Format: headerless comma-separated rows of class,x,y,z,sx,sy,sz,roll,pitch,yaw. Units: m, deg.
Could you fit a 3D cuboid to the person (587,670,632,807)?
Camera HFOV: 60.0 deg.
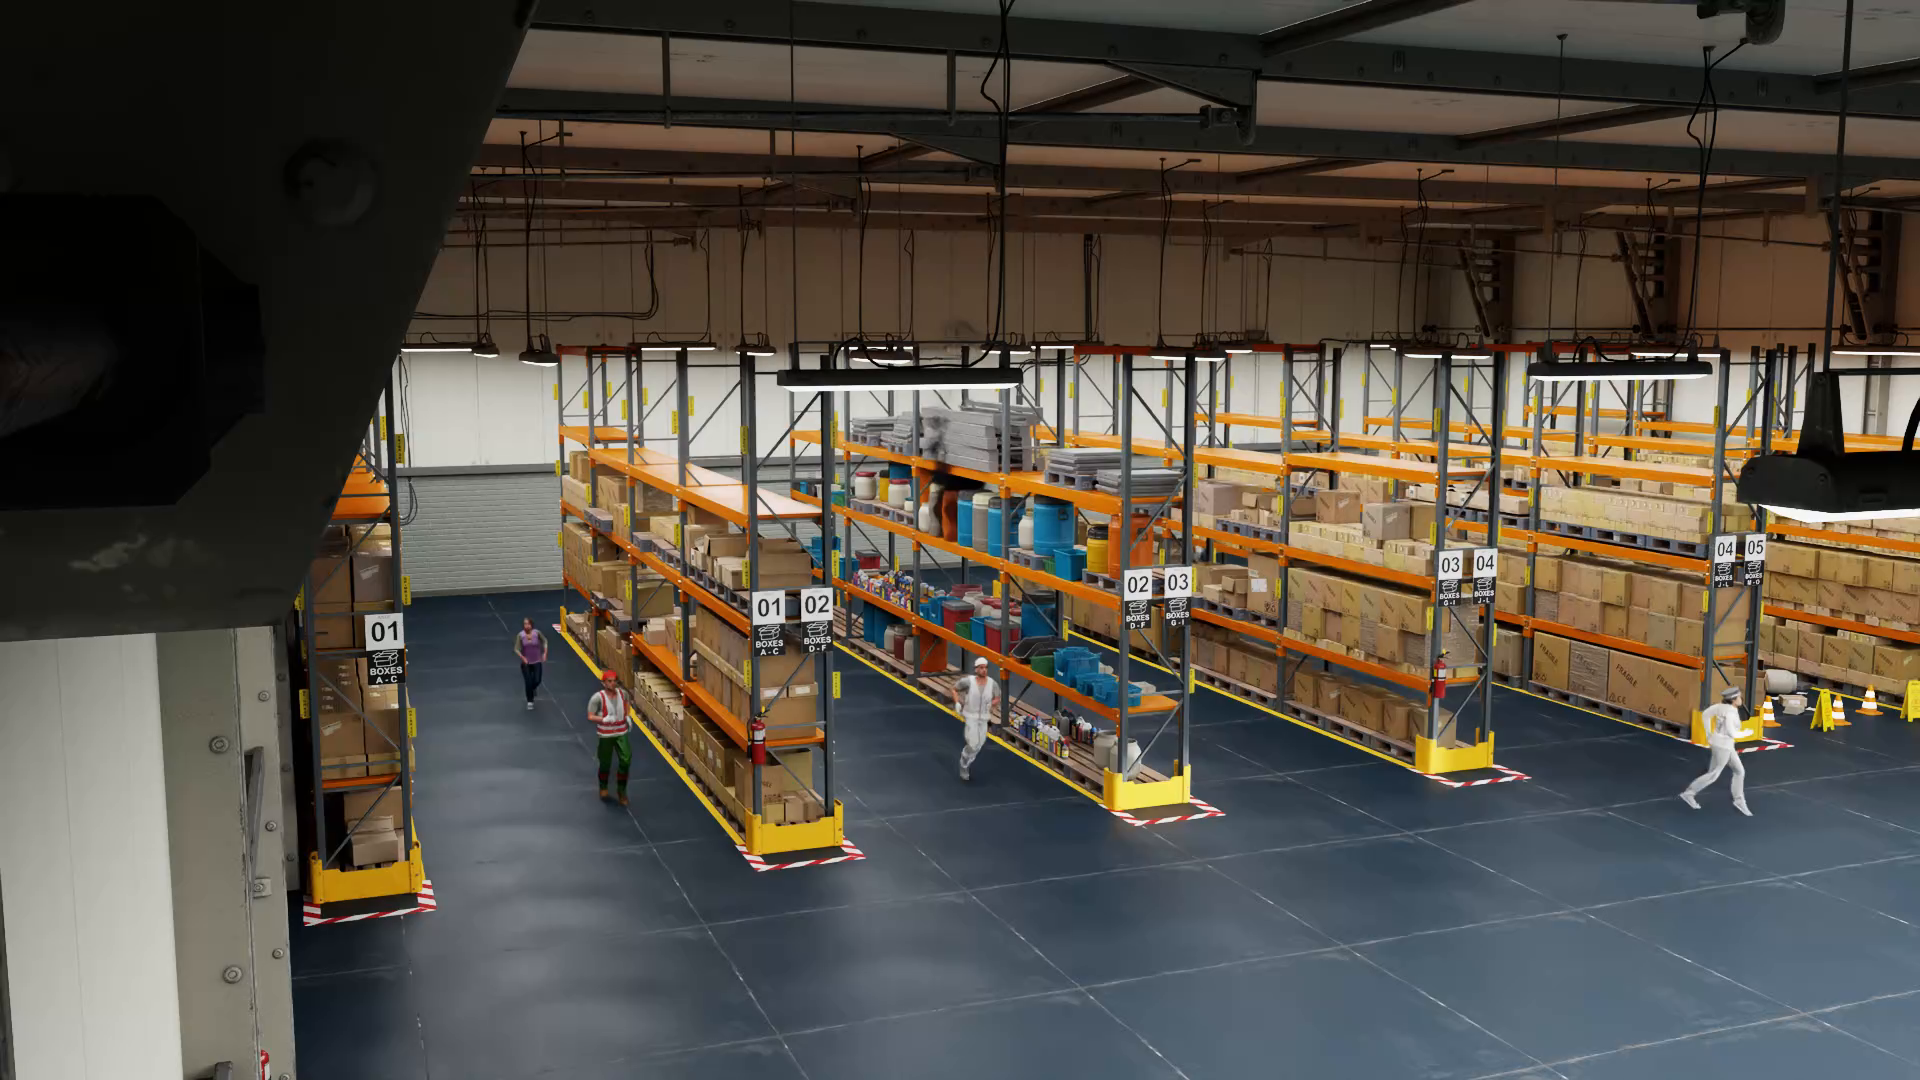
person,-4.643,2.639,22.160,0.664,1.852,0.777,-4,8,-28

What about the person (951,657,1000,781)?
person,0.252,2.503,23.299,0.645,1.742,0.637,-3,8,-21

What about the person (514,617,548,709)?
person,-7.138,2.101,27.718,0.560,1.467,0.605,-2,8,-17

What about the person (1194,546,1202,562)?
person,5.878,0.252,41.757,1.042,1.547,0.679,2,7,14

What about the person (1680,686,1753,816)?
person,9.921,2.753,21.739,0.891,1.724,0.638,2,7,13
